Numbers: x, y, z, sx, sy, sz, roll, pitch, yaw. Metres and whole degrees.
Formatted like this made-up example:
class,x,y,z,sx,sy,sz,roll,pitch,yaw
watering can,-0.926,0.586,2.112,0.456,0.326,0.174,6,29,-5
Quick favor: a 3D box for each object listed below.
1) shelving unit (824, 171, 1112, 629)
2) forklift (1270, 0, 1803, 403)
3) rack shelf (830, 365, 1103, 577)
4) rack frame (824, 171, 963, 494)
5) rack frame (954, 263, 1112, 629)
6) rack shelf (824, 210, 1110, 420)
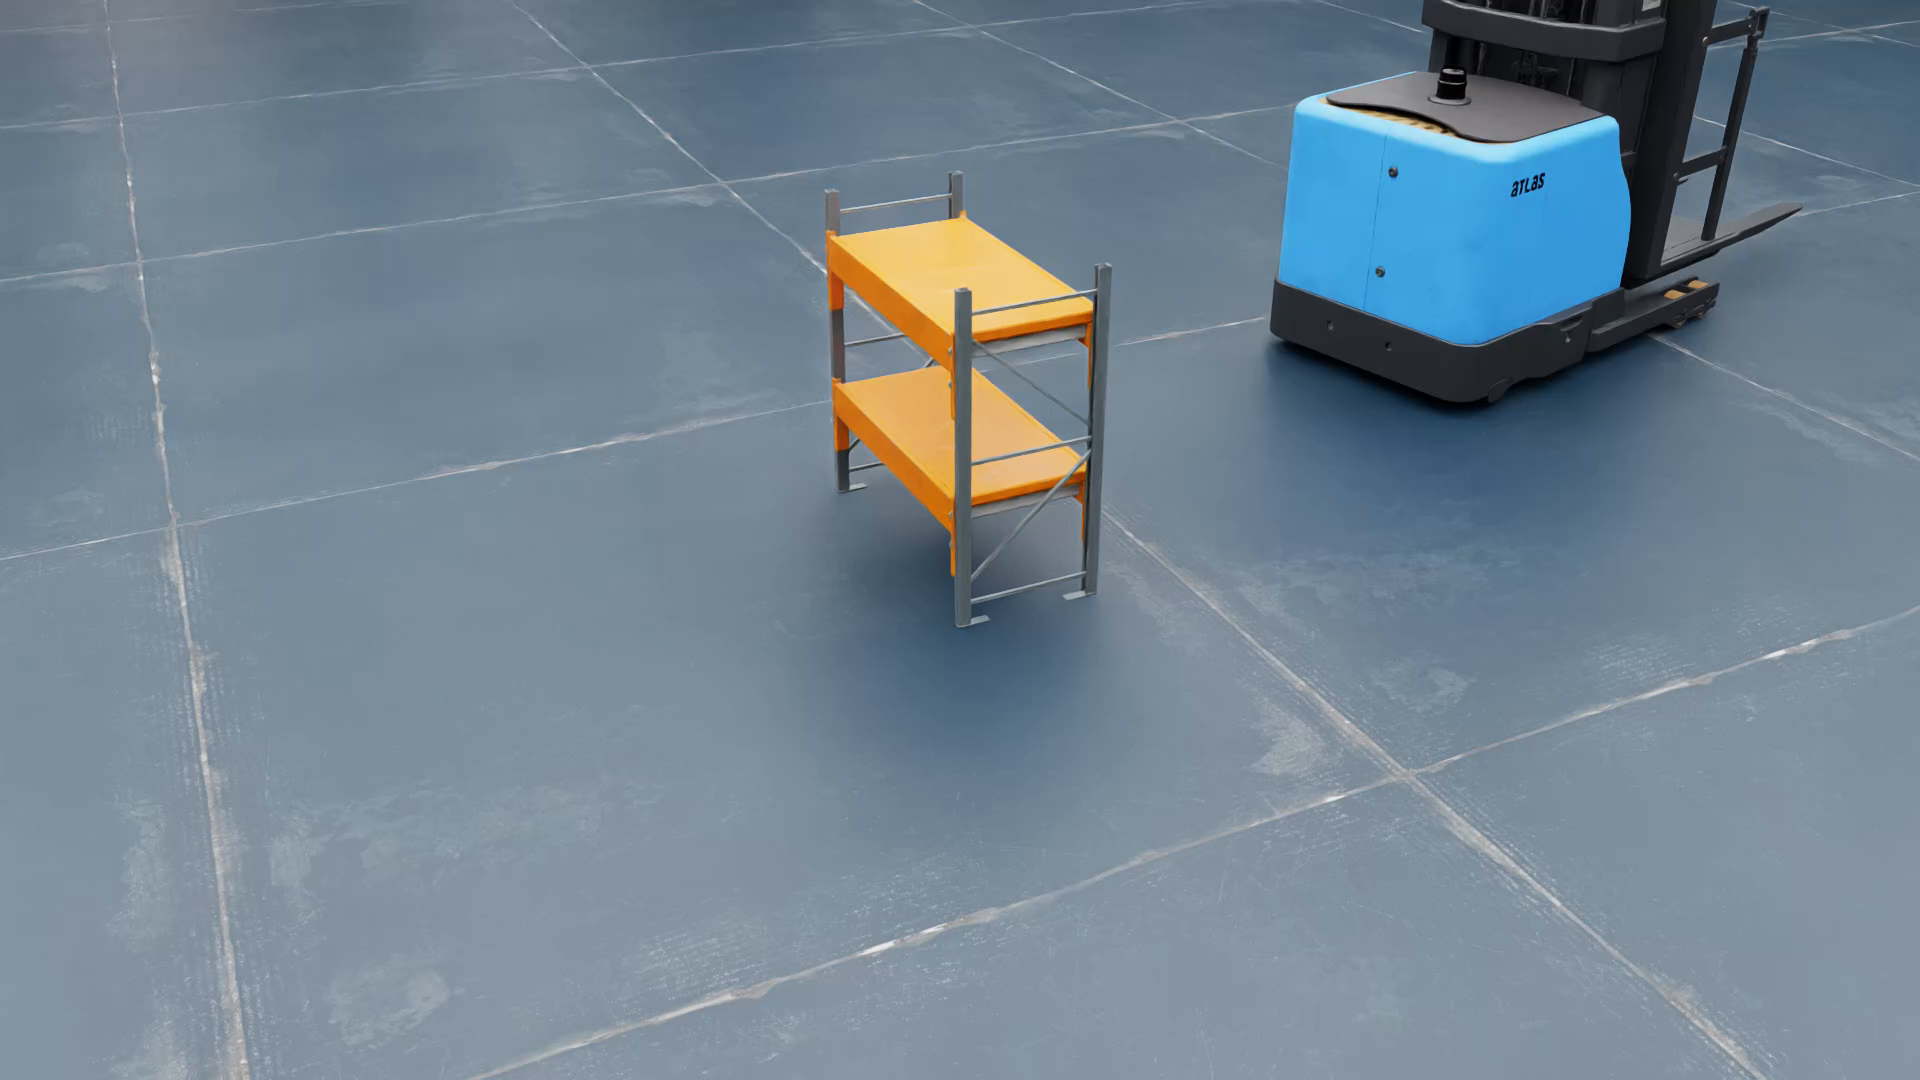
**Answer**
class,x,y,z,sx,sy,sz,roll,pitch,yaw
shelving unit,-0.003,-0.494,5.480,0.538,1.125,1.048,-13,32,-22
forklift,2.807,-2.405,7.042,3.031,2.935,1.130,-22,36,-34
rack shelf,-0.003,-0.280,5.600,0.538,0.278,1.000,-13,32,-22
rack frame,-0.221,-0.718,5.881,0.500,1.125,0.032,-13,32,-22
rack frame,0.215,-0.269,5.080,0.500,1.125,0.032,-13,32,-22
rack shelf,-0.003,-0.749,5.337,0.538,0.278,1.000,-13,32,-22
